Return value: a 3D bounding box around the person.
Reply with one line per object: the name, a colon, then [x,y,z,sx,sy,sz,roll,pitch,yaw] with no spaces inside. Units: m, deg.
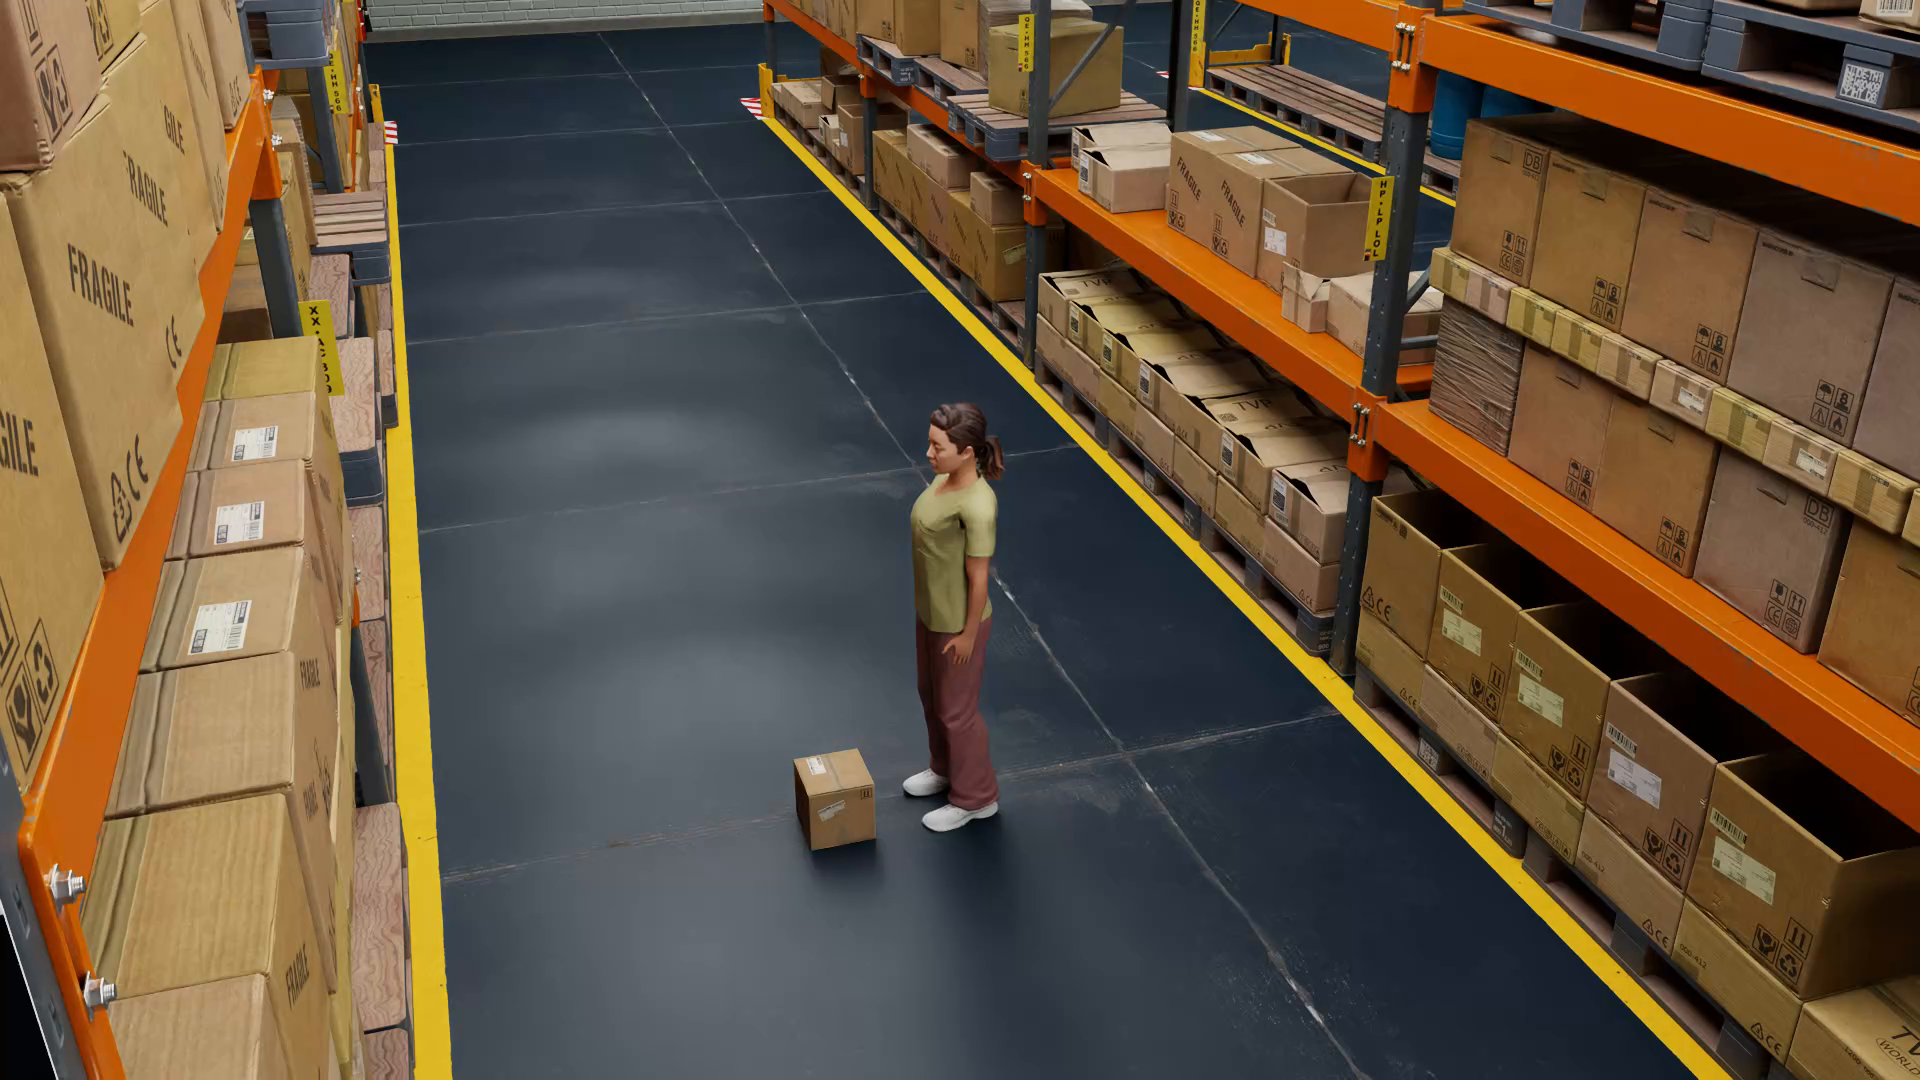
person: [-0.011,0.279,6.067,0.364,1.675,0.441,-8,27,-15]
